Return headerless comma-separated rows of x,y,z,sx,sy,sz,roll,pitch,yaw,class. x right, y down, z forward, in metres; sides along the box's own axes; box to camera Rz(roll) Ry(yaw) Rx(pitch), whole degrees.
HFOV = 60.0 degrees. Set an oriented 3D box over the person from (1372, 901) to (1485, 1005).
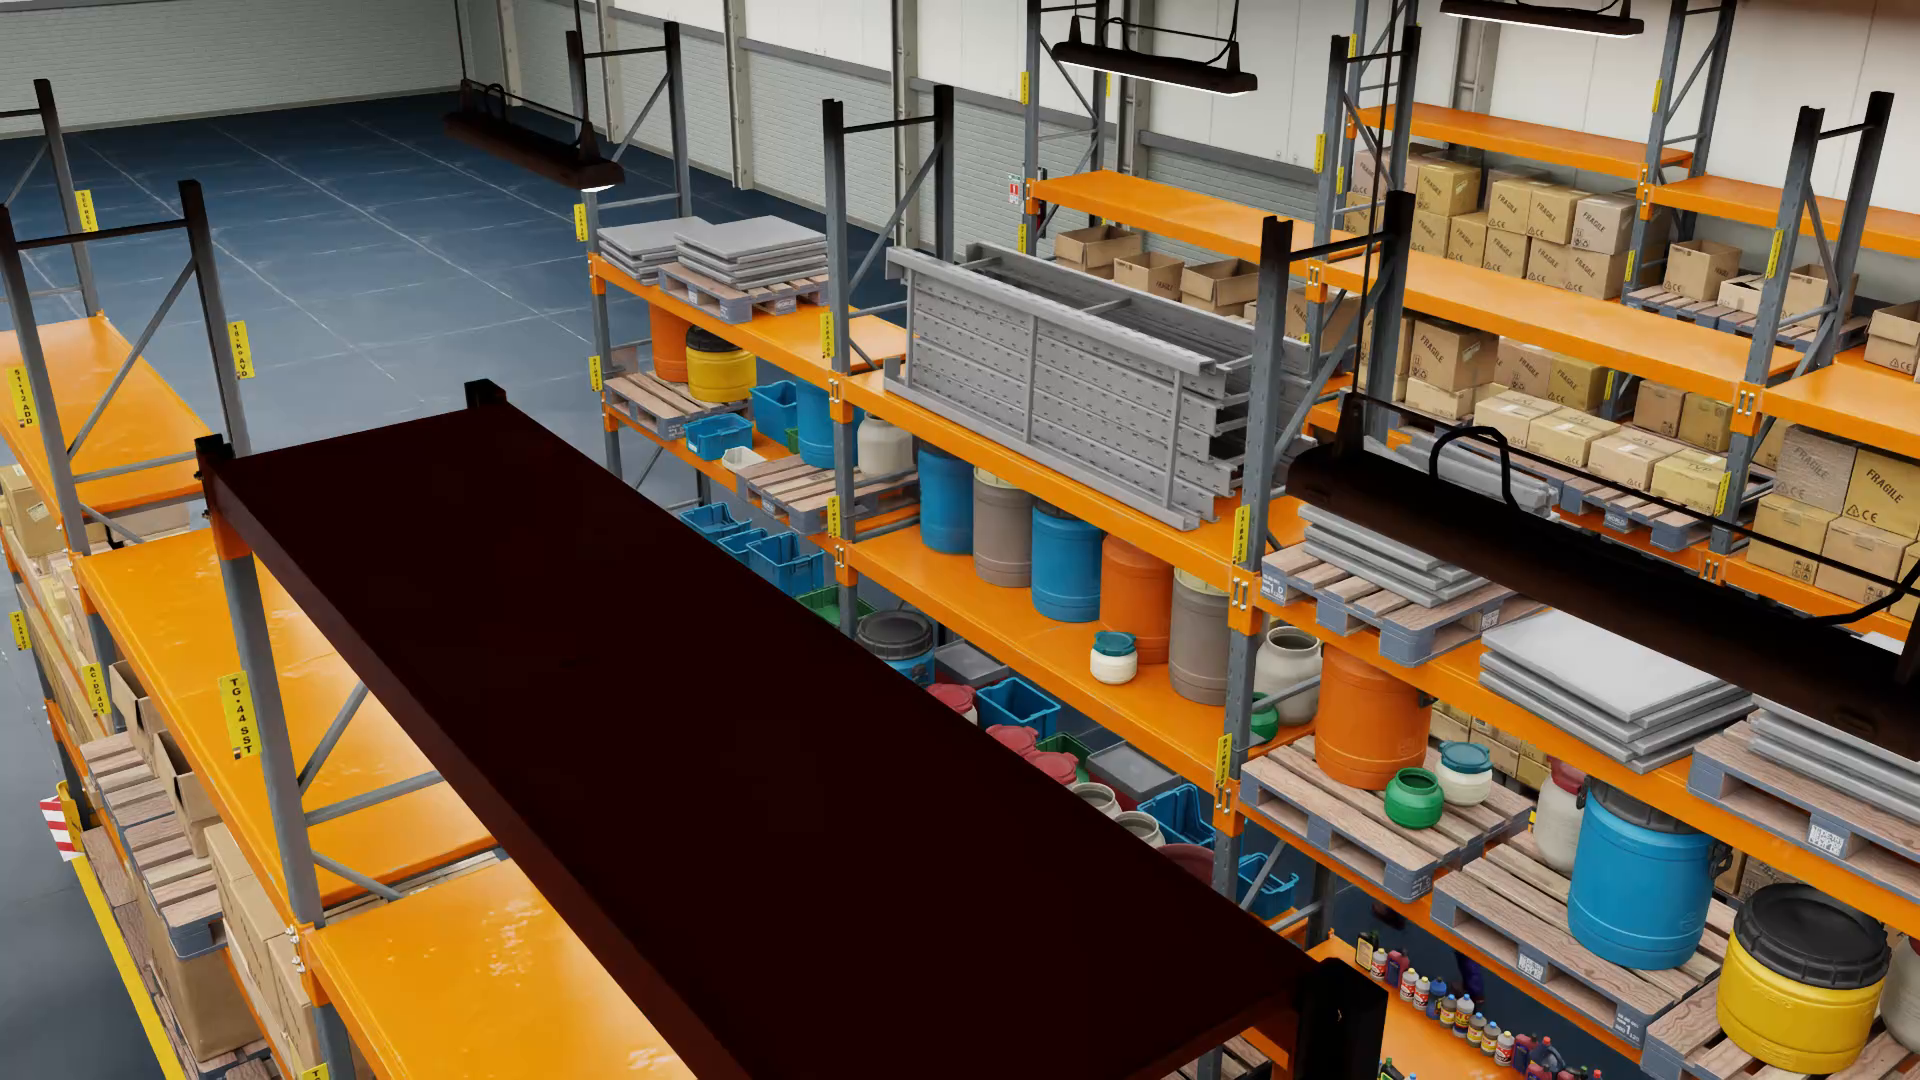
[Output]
3.417,2.421,11.780,0.483,1.566,1.008,-12,27,-24,person
